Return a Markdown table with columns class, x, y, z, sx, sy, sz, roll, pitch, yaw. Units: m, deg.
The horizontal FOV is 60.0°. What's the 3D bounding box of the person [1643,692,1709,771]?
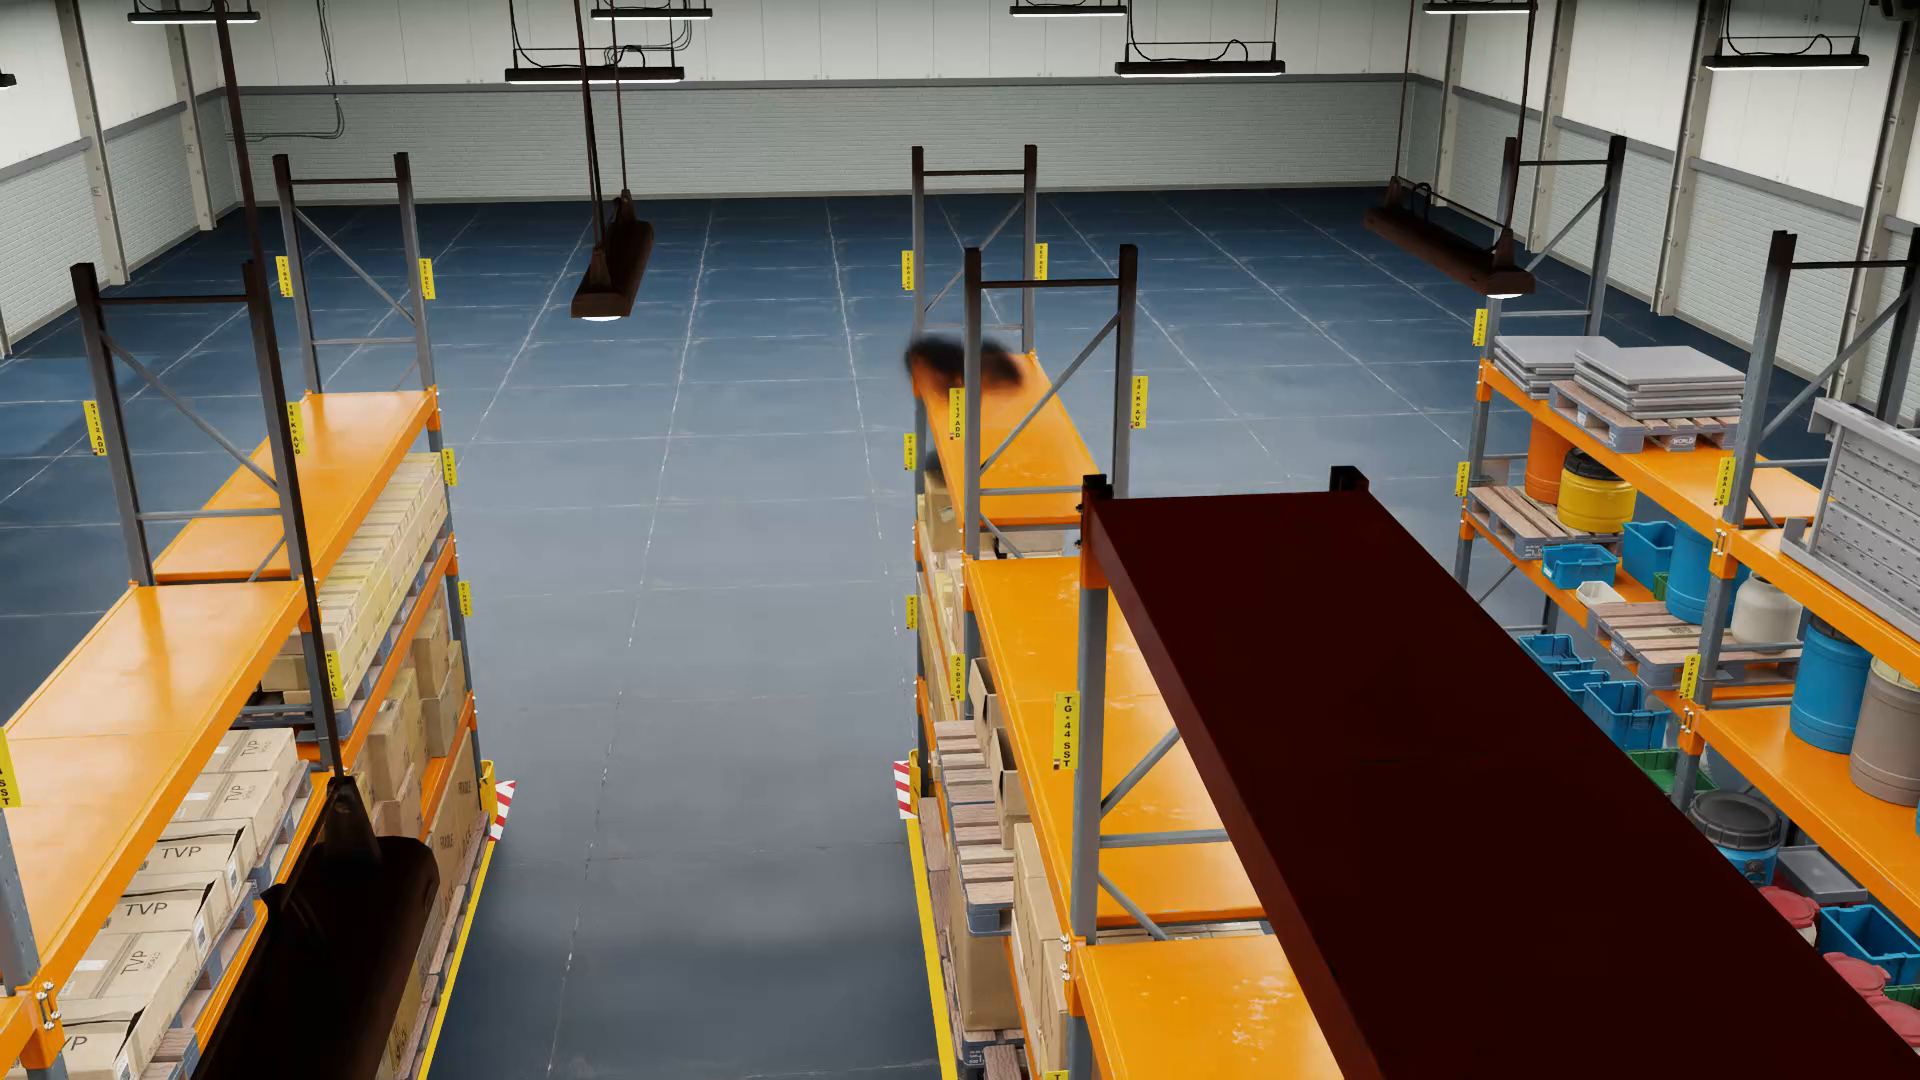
| class | x | y | z | sx | sy | sz | roll | pitch | yaw |
| --- | --- | --- | --- | --- | --- | --- | --- | --- | --- |
| person | 6.805 | 1.408 | 15.753 | 0.661 | 1.870 | 0.774 | -13 | 25 | -29 |
